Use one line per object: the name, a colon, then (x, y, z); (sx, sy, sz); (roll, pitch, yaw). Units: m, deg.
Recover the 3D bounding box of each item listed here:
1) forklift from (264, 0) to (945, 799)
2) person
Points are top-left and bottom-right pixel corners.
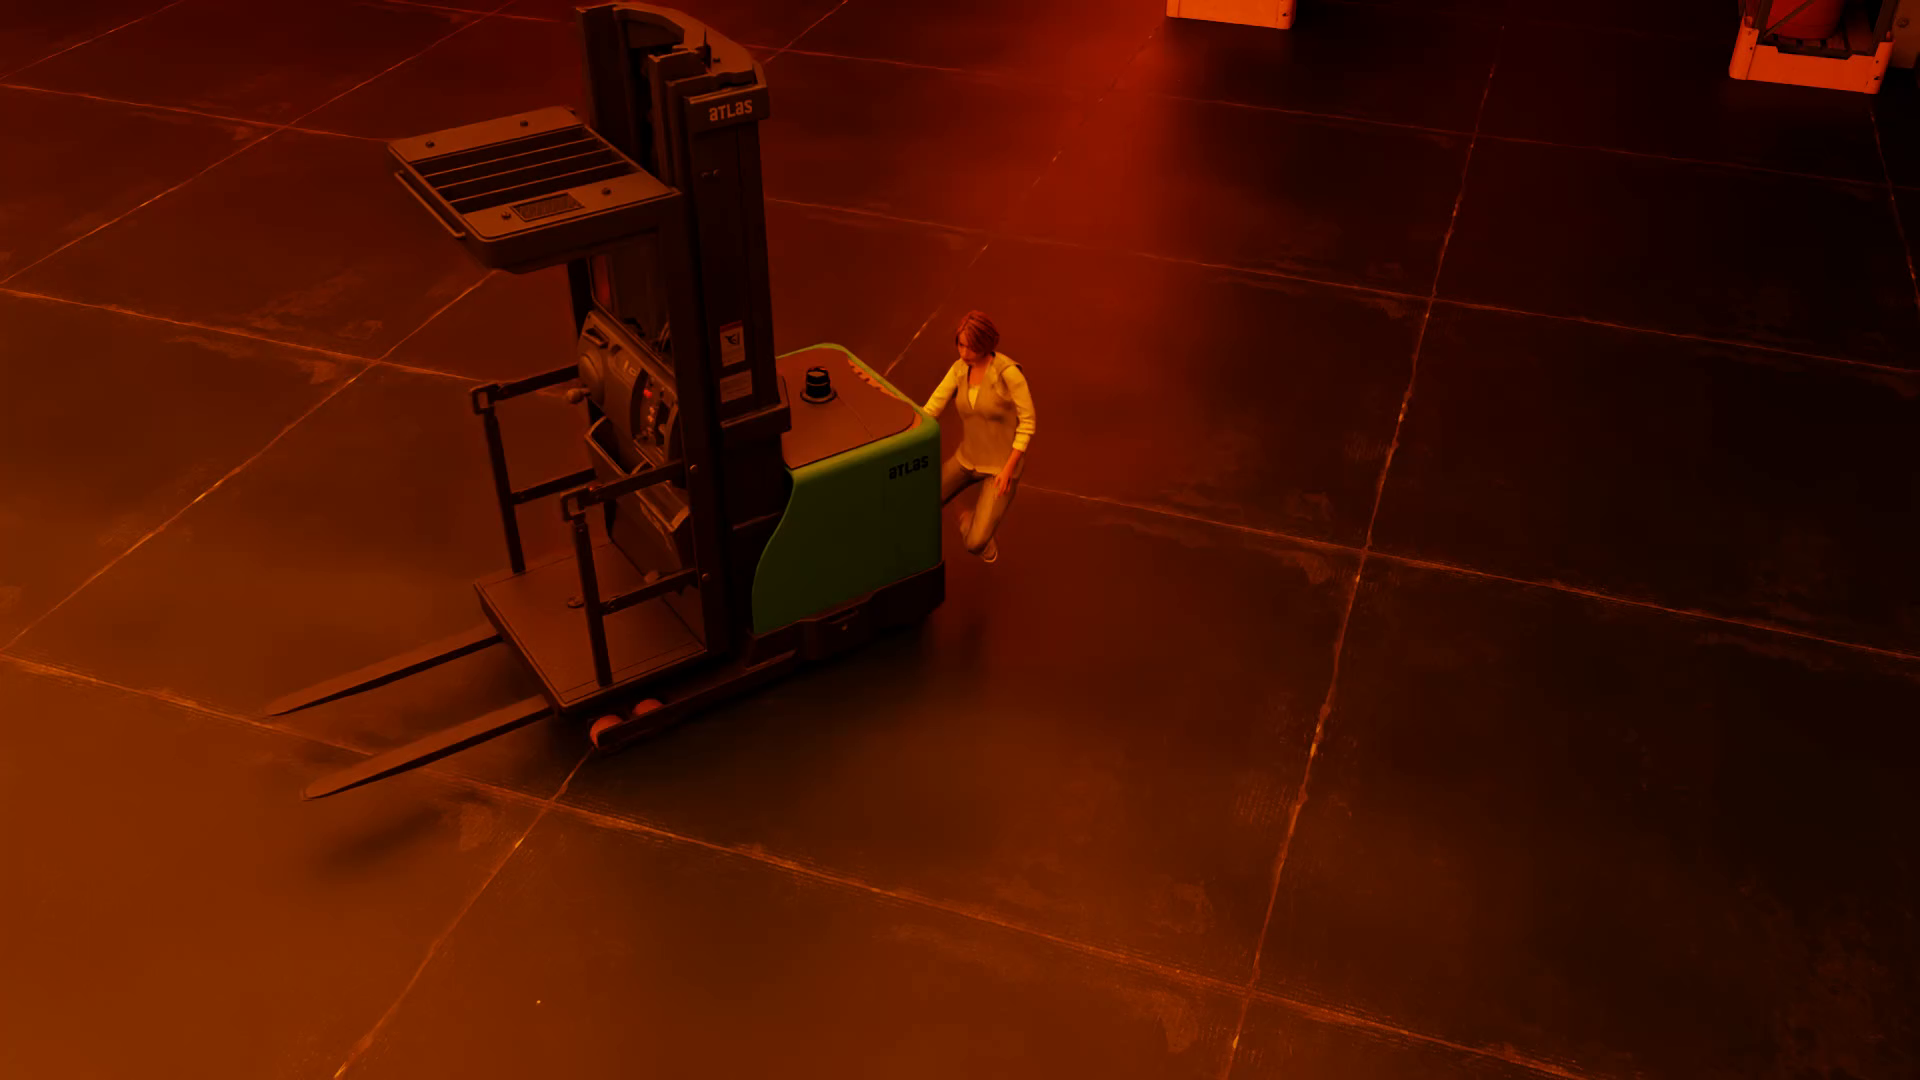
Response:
forklift: (-1.582, -0.608, 6.968); (3.031, 2.935, 1.130); (-21, 40, -27)
person: (-0.025, -0.347, 7.844); (0.639, 1.479, 0.604); (25, 42, 30)
